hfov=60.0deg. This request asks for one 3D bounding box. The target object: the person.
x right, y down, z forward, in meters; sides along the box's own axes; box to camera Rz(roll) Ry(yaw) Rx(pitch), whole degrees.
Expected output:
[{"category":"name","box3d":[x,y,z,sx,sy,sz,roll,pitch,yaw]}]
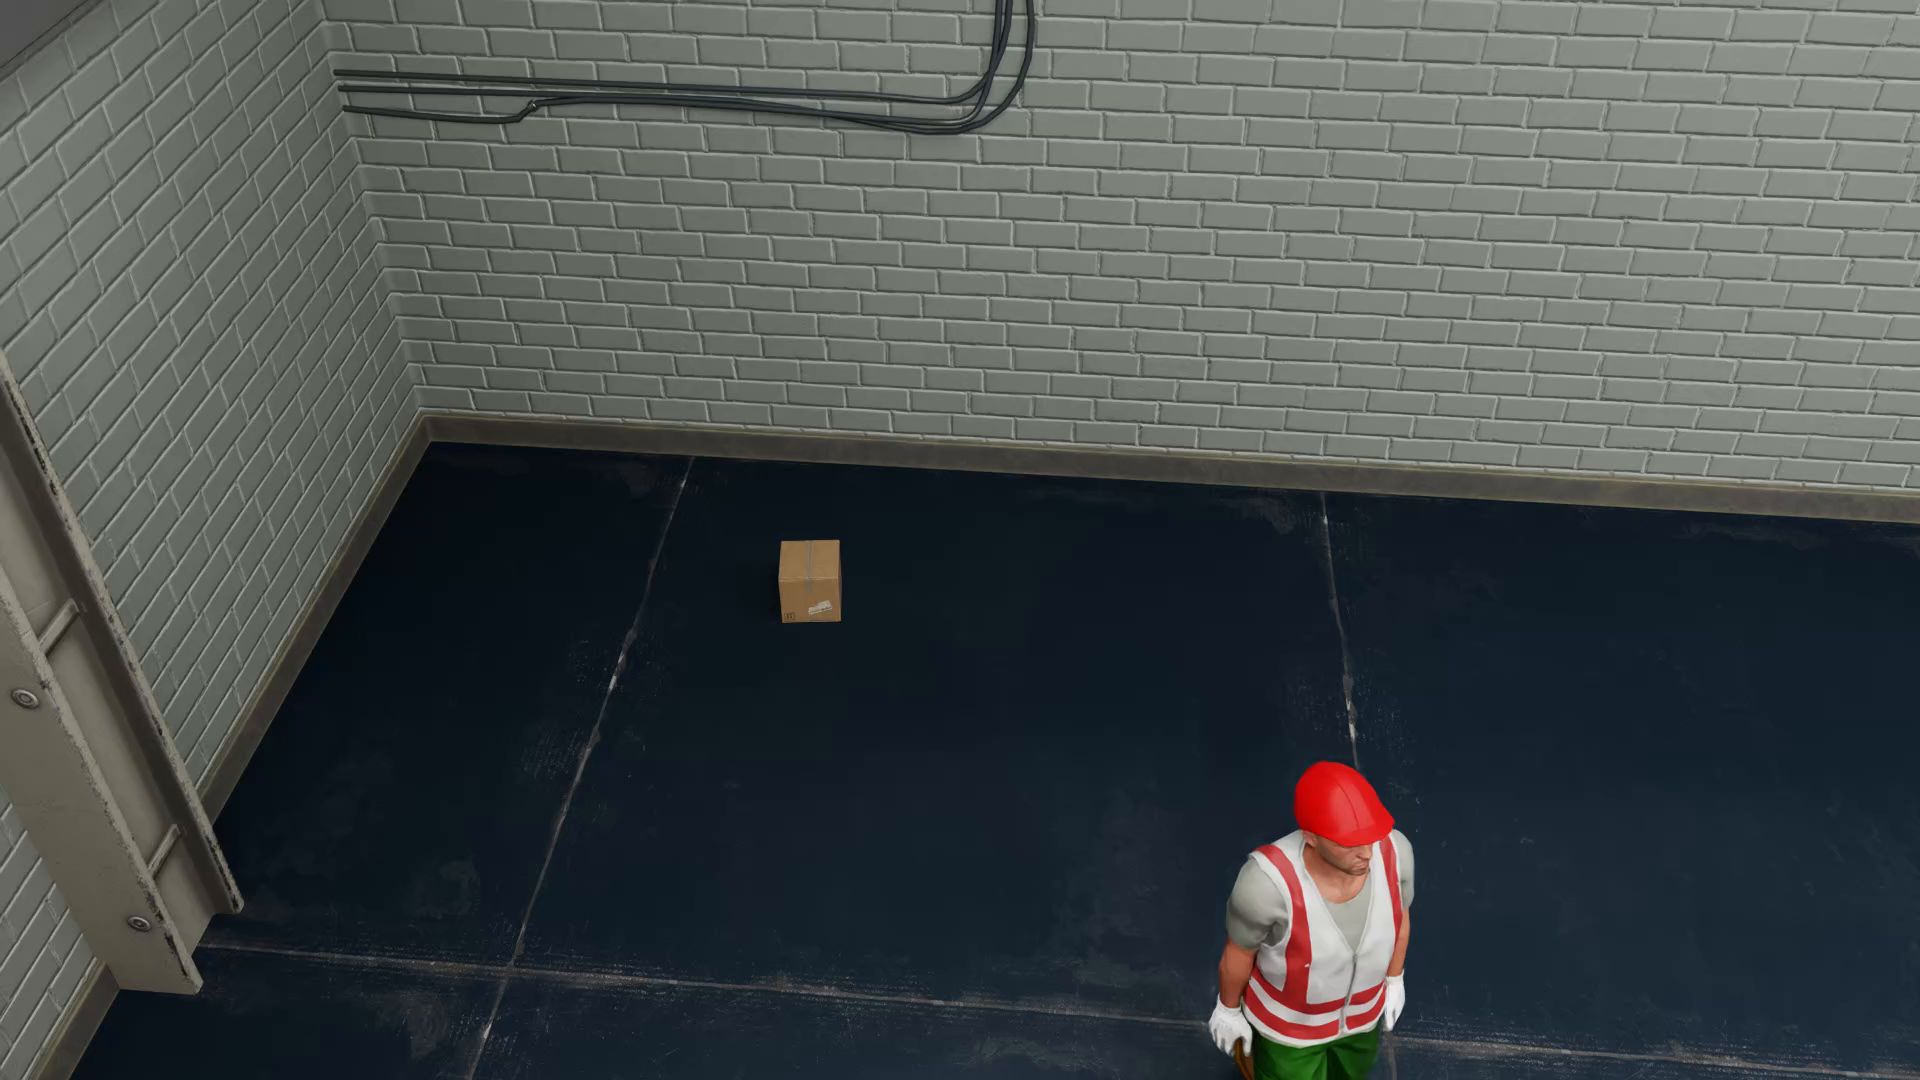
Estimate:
[{"category":"person","box3d":[0.967,1.250,4.618,0.555,1.766,0.842,-14,42,-16]}]
